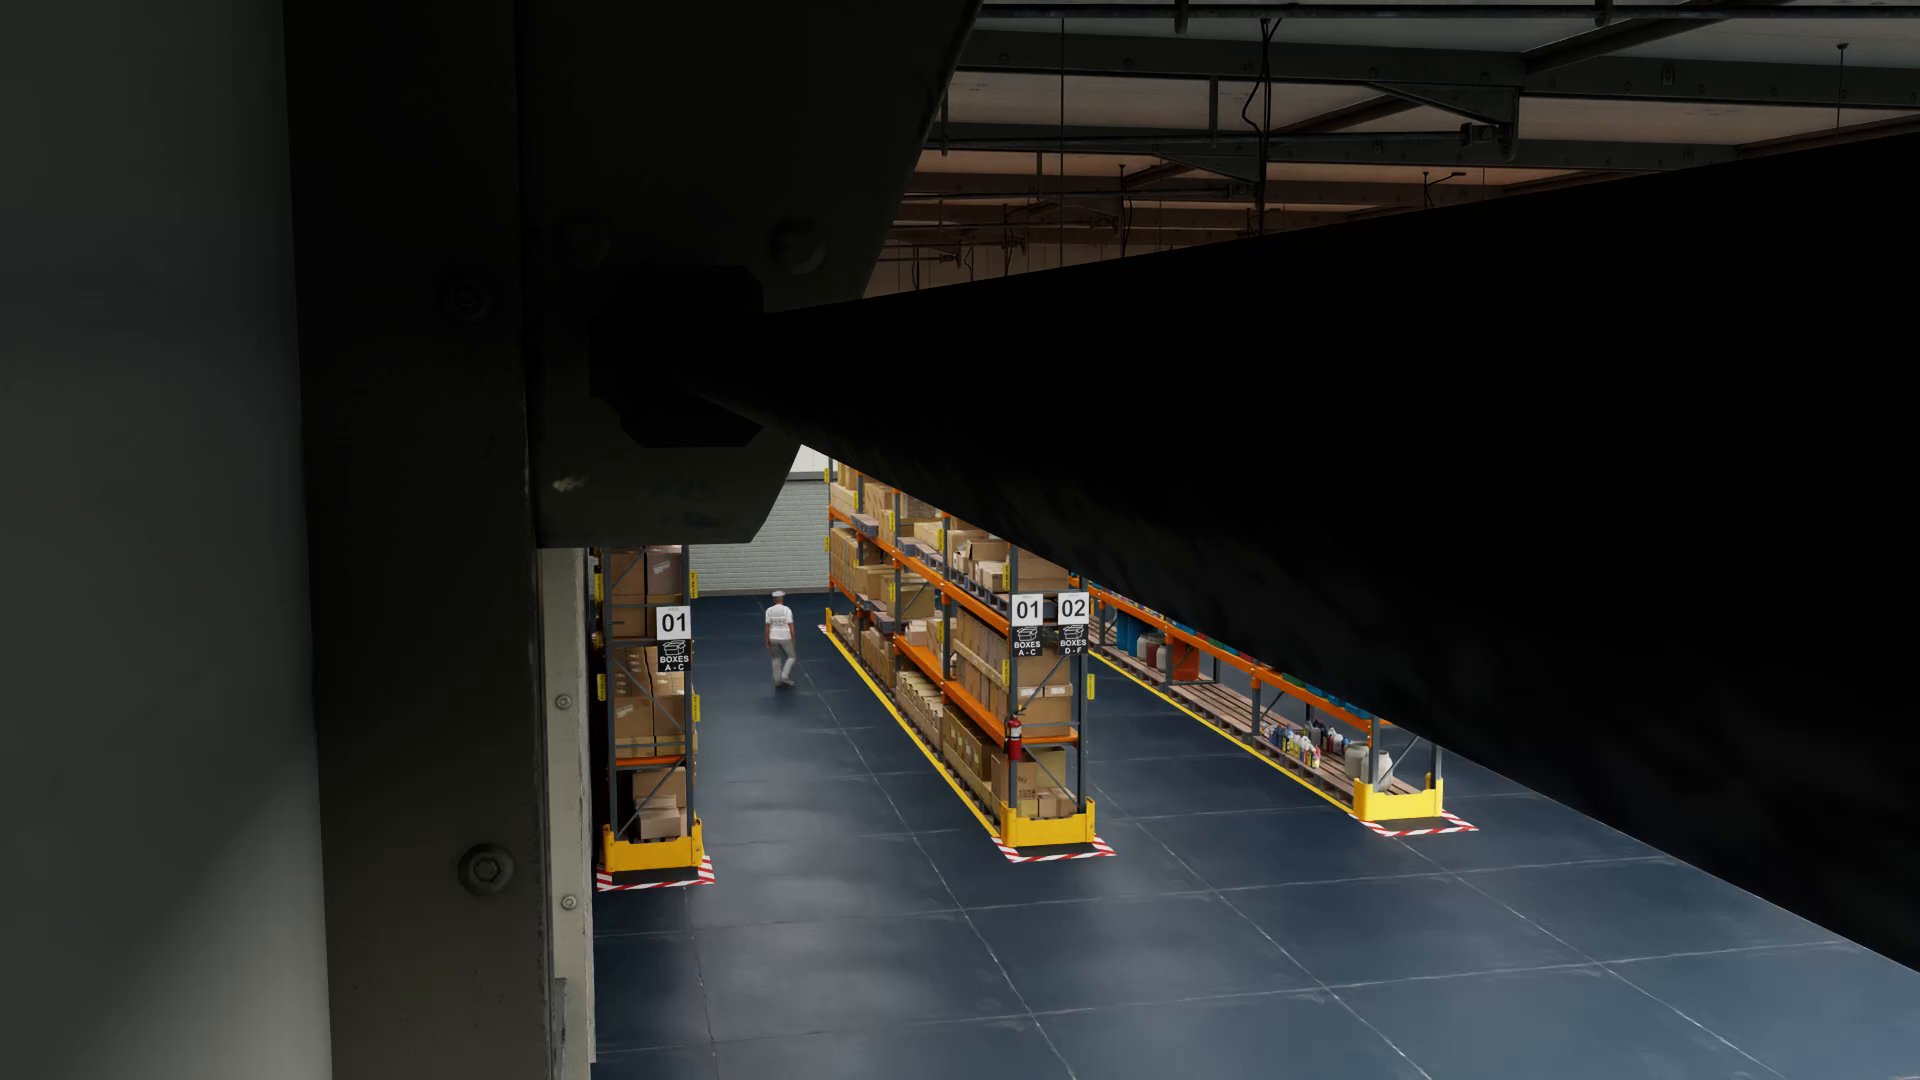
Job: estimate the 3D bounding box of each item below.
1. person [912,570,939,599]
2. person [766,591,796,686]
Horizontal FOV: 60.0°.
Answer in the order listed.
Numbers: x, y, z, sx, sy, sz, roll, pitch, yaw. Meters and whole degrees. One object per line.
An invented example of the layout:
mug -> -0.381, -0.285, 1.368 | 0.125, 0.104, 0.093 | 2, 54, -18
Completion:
person -> -0.970, 0.588, 41.092 | 0.943, 1.742, 0.514 | 1, 7, 10
person -> -3.312, 1.831, 30.626 | 0.573, 1.756, 0.528 | 2, 7, 16
